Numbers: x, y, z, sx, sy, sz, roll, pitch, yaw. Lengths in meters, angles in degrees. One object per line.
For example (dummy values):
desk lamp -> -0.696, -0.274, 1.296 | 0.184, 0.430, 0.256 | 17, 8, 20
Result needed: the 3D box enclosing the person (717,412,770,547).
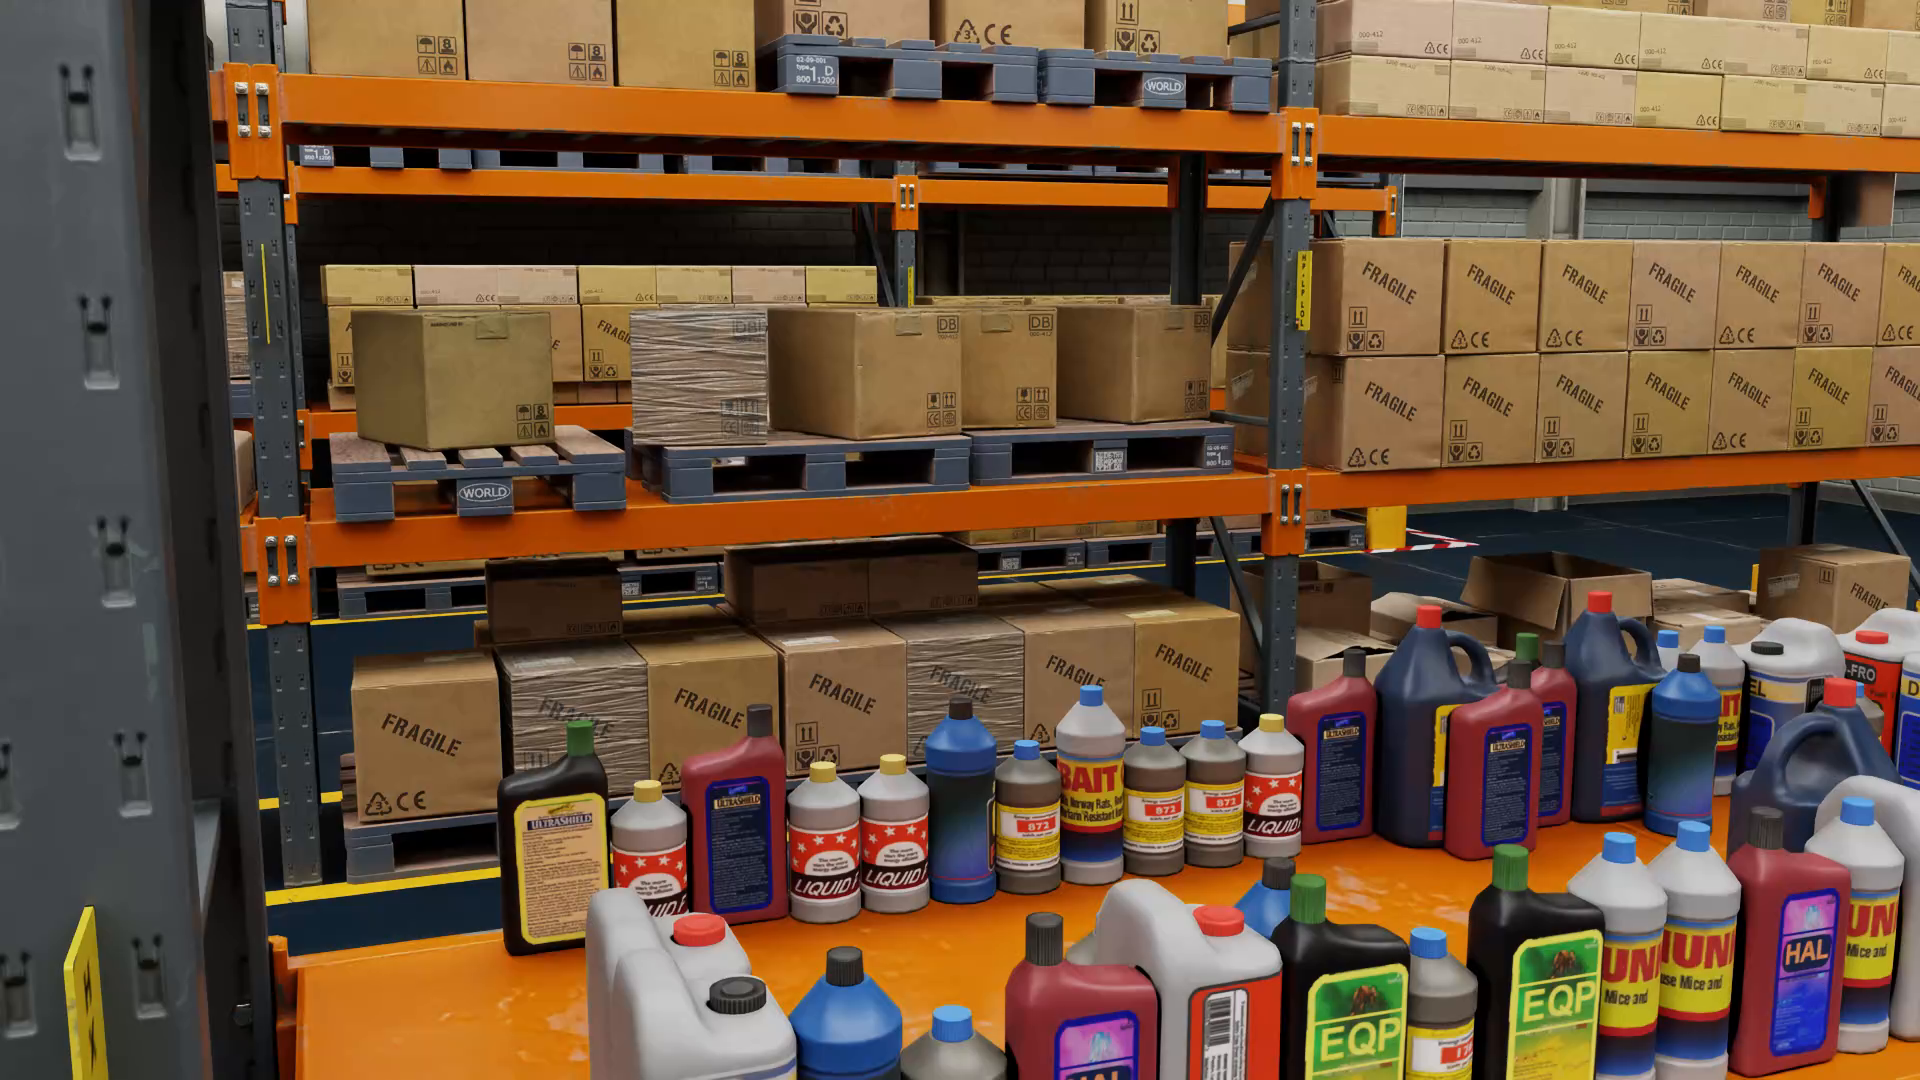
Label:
person -> -1.254, -0.175, 9.467 | 0.520, 1.650, 0.647 | 0, 9, -3
